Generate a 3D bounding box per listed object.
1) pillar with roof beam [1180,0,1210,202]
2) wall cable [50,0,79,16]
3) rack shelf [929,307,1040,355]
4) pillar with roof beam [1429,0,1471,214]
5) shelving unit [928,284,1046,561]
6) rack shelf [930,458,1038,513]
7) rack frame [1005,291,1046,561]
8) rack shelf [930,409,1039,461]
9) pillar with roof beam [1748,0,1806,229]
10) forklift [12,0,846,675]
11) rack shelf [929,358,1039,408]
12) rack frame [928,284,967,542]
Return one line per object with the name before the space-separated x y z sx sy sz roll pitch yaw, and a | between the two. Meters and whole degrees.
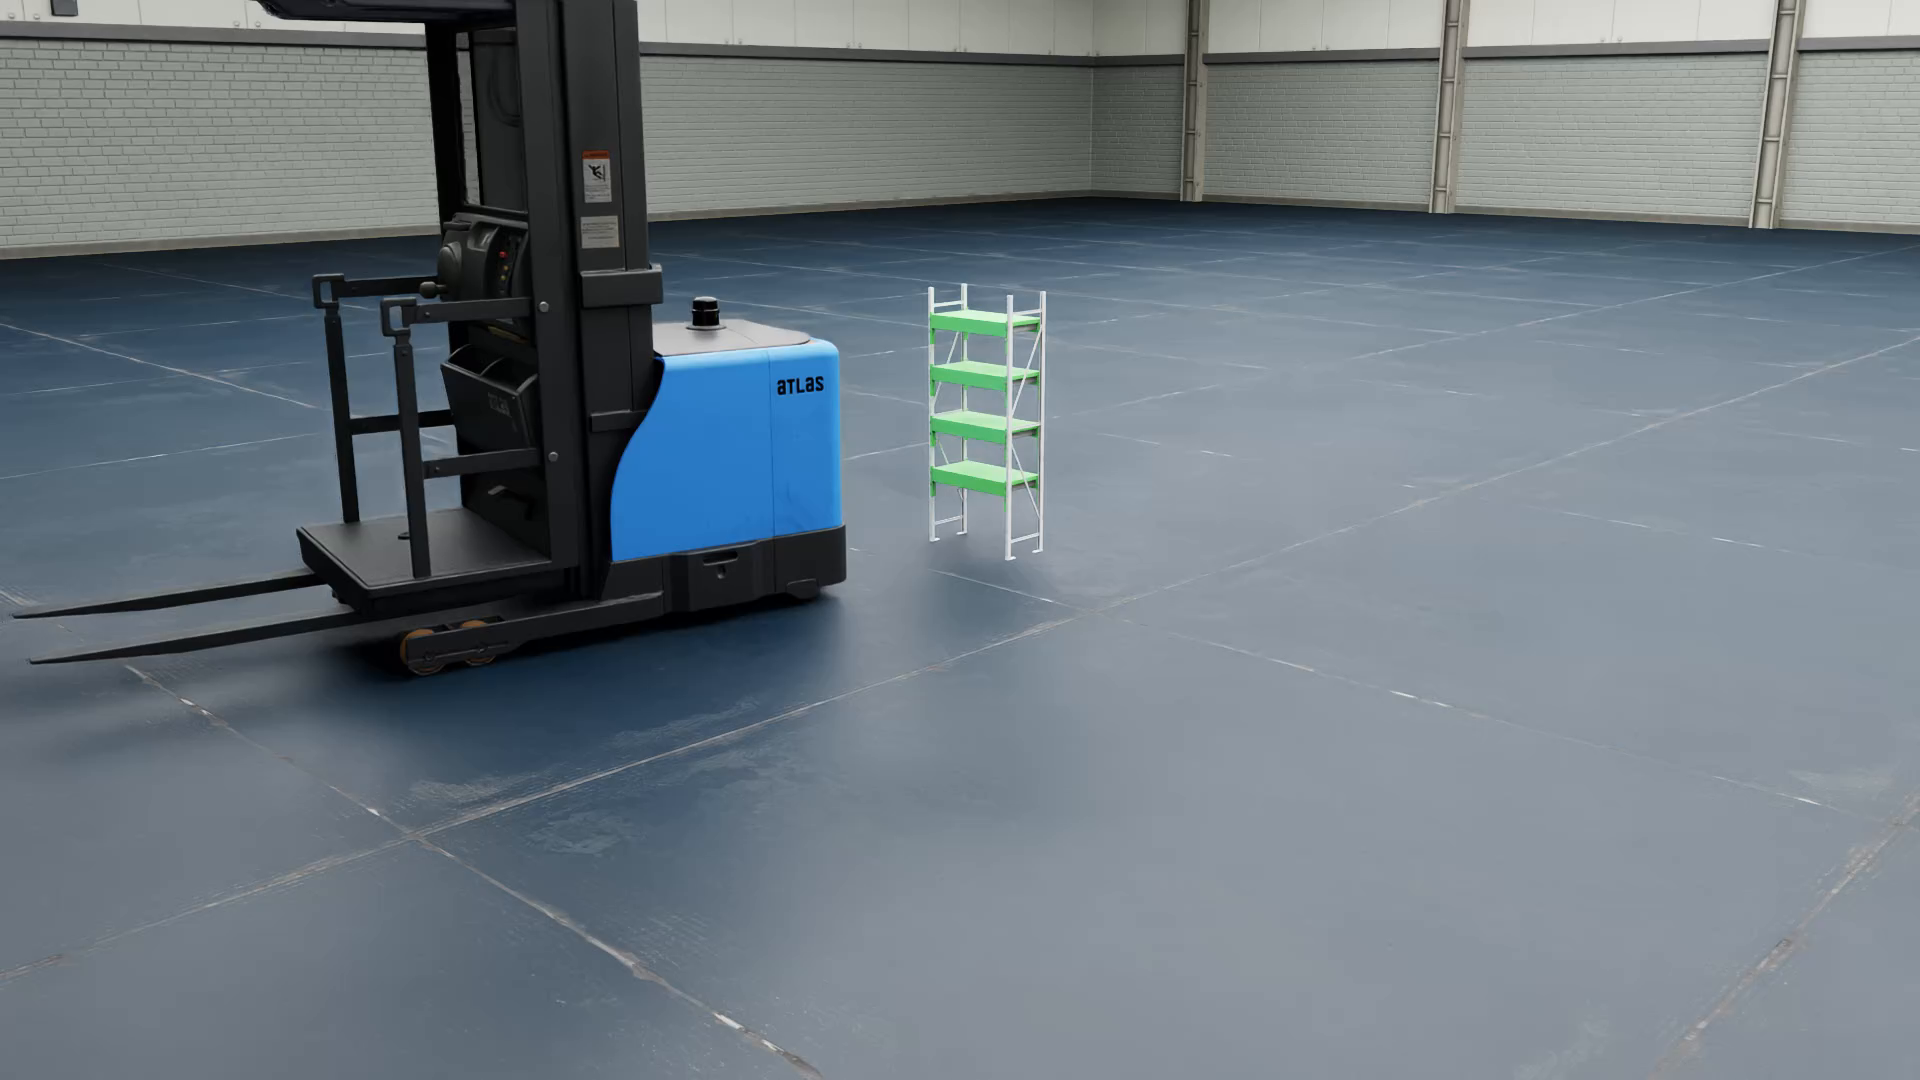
pillar with roof beam | 2.080 -10.999 32.297 0.400 9.000 9.100 14 20 42
wall cable | -11.398 -10.184 22.427 0.169 6.003 2.305 14 20 42
rack shelf | 0.119 -0.954 7.565 0.480 0.148 0.258 14 20 42
pillar with roof beam | 6.400 -9.949 28.267 0.400 9.000 9.100 14 20 42
shelving unit | 0.119 -0.552 7.670 0.503 1.200 0.258 14 20 42
rack shelf | 0.119 -0.258 7.746 0.480 0.148 0.258 14 20 42
rack frame | 0.295 -0.509 7.506 0.015 1.200 0.240 14 20 42
rack shelf | 0.119 -0.490 7.686 0.480 0.148 0.258 14 20 42
pillar with roof beam | 10.719 -8.899 24.237 0.400 9.000 9.100 14 20 42
forklift | -1.991 -1.078 6.256 3.031 2.935 1.130 -9 17 -32
rack shelf | 0.119 -0.722 7.625 0.480 0.148 0.258 14 20 42
rack frame | -0.056 -0.594 7.833 0.015 1.200 0.240 14 20 42
